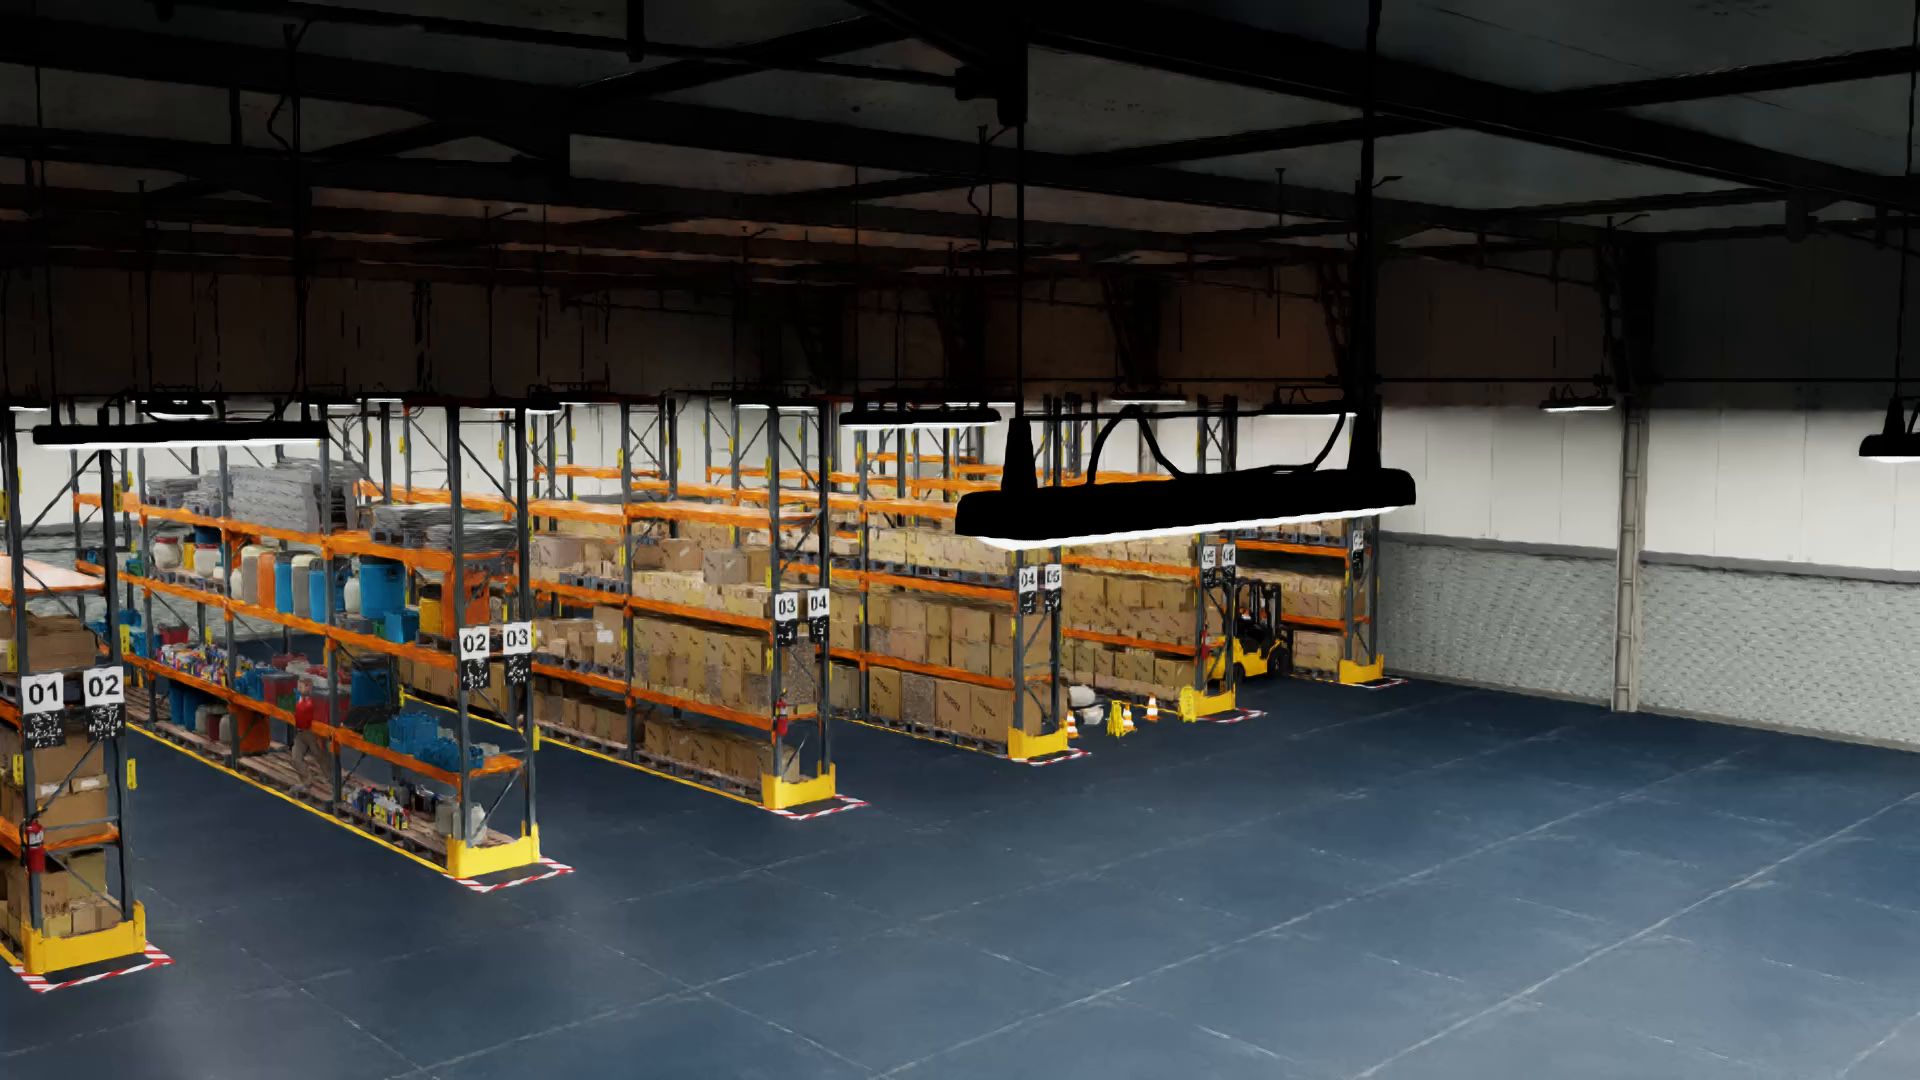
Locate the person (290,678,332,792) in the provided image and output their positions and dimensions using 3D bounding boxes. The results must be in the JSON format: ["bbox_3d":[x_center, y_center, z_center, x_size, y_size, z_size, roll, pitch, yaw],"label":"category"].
[{"bbox_3d":[-9.637,2.901,24.787,0.709,1.708,0.588,3,6,31],"label":"person"}]
